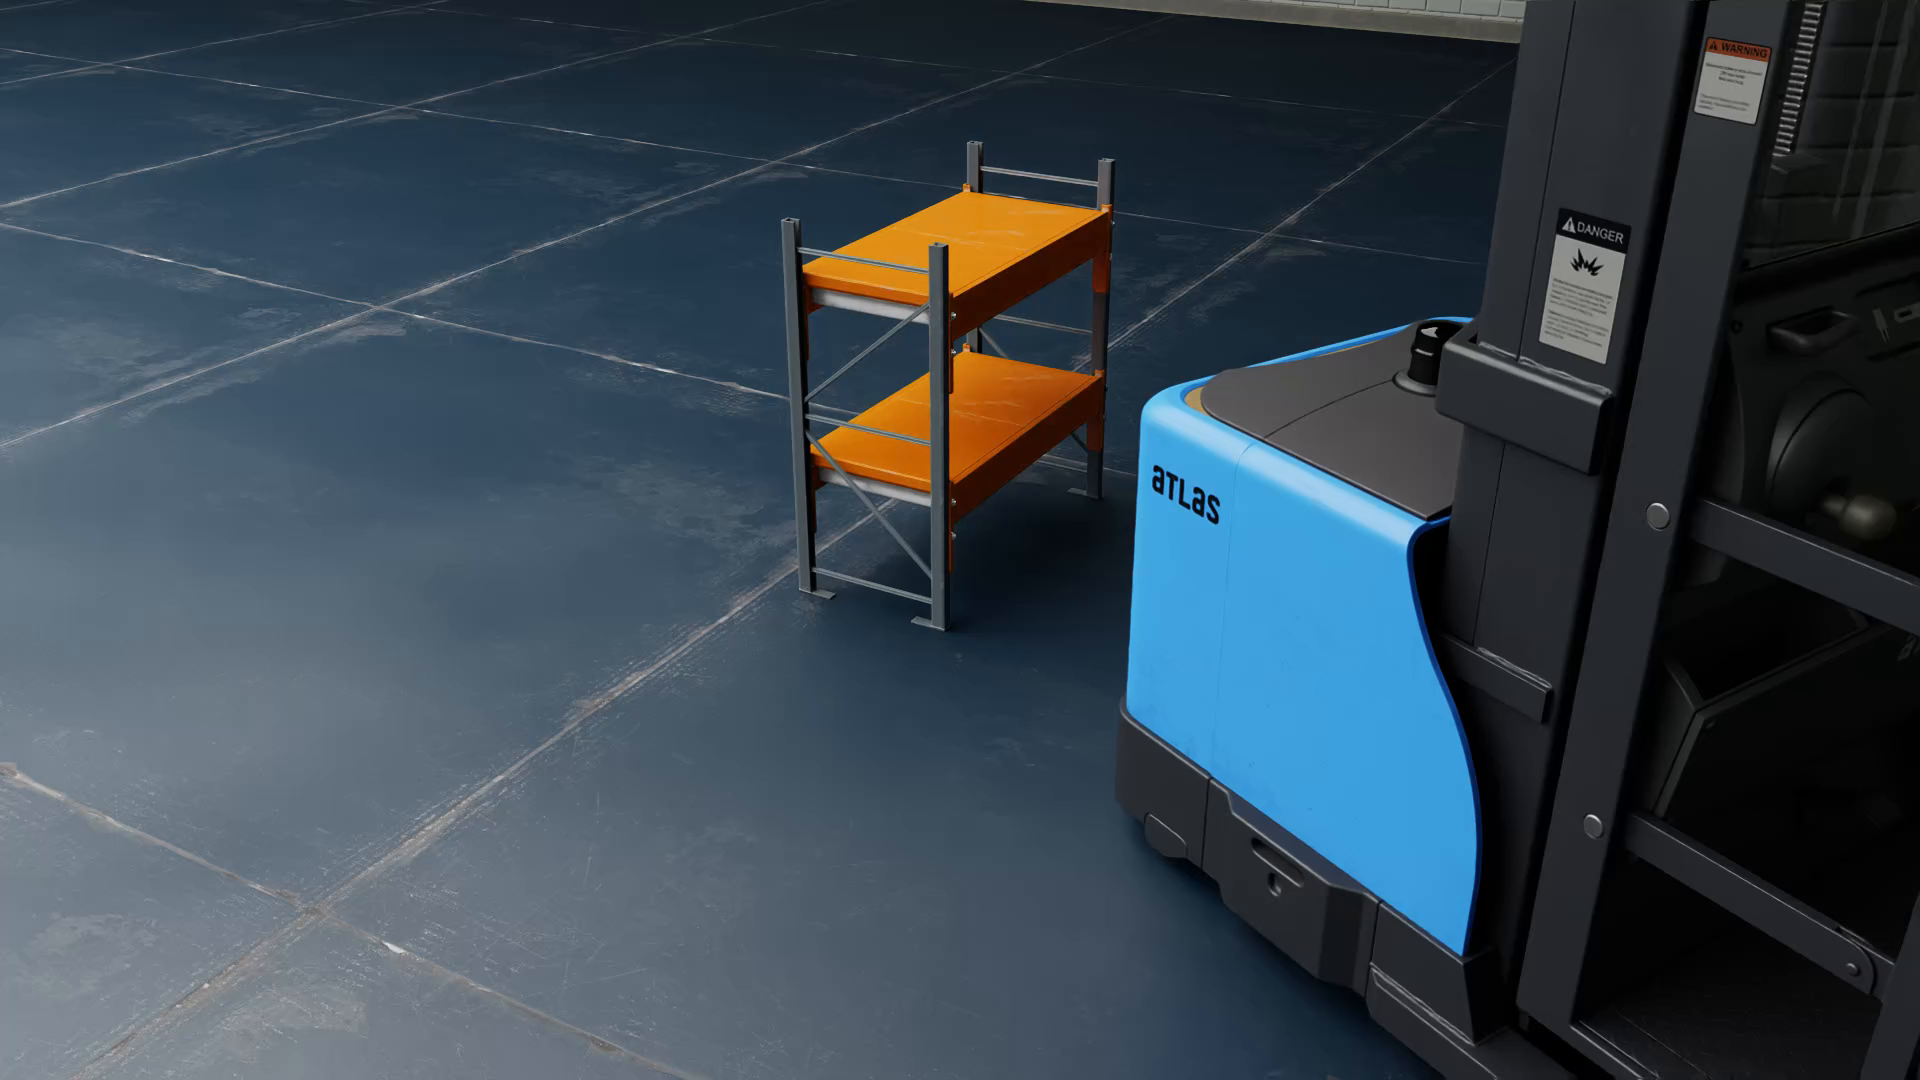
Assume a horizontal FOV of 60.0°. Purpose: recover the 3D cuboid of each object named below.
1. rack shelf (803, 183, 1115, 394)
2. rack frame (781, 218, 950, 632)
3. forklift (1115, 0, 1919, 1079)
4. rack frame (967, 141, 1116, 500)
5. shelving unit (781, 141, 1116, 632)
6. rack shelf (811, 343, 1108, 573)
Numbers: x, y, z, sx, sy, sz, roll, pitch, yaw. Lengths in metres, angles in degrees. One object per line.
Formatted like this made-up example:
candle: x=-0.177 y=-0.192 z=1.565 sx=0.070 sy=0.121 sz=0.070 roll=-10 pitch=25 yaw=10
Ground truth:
rack shelf: x=-0.003 y=-0.762 z=4.862 sx=0.538 sy=0.278 sz=1.000 roll=14 pitch=30 yaw=26
rack frame: x=-0.253 y=-0.302 z=4.597 sx=0.500 sy=1.125 sz=0.032 roll=14 pitch=30 yaw=26
forklift: x=1.592 y=-0.227 z=2.429 sx=1.130 sy=2.935 sz=3.031 roll=-16 pitch=31 yaw=-29
rack frame: x=0.247 y=-0.698 z=5.389 sx=0.500 sy=1.125 sz=0.032 roll=14 pitch=30 yaw=26
shelving unit: x=-0.003 y=-0.500 z=4.993 sx=0.538 sy=1.125 sz=1.048 roll=14 pitch=30 yaw=26
rack shelf: x=-0.003 y=-0.282 z=5.102 sx=0.538 sy=0.278 sz=1.000 roll=14 pitch=30 yaw=26
